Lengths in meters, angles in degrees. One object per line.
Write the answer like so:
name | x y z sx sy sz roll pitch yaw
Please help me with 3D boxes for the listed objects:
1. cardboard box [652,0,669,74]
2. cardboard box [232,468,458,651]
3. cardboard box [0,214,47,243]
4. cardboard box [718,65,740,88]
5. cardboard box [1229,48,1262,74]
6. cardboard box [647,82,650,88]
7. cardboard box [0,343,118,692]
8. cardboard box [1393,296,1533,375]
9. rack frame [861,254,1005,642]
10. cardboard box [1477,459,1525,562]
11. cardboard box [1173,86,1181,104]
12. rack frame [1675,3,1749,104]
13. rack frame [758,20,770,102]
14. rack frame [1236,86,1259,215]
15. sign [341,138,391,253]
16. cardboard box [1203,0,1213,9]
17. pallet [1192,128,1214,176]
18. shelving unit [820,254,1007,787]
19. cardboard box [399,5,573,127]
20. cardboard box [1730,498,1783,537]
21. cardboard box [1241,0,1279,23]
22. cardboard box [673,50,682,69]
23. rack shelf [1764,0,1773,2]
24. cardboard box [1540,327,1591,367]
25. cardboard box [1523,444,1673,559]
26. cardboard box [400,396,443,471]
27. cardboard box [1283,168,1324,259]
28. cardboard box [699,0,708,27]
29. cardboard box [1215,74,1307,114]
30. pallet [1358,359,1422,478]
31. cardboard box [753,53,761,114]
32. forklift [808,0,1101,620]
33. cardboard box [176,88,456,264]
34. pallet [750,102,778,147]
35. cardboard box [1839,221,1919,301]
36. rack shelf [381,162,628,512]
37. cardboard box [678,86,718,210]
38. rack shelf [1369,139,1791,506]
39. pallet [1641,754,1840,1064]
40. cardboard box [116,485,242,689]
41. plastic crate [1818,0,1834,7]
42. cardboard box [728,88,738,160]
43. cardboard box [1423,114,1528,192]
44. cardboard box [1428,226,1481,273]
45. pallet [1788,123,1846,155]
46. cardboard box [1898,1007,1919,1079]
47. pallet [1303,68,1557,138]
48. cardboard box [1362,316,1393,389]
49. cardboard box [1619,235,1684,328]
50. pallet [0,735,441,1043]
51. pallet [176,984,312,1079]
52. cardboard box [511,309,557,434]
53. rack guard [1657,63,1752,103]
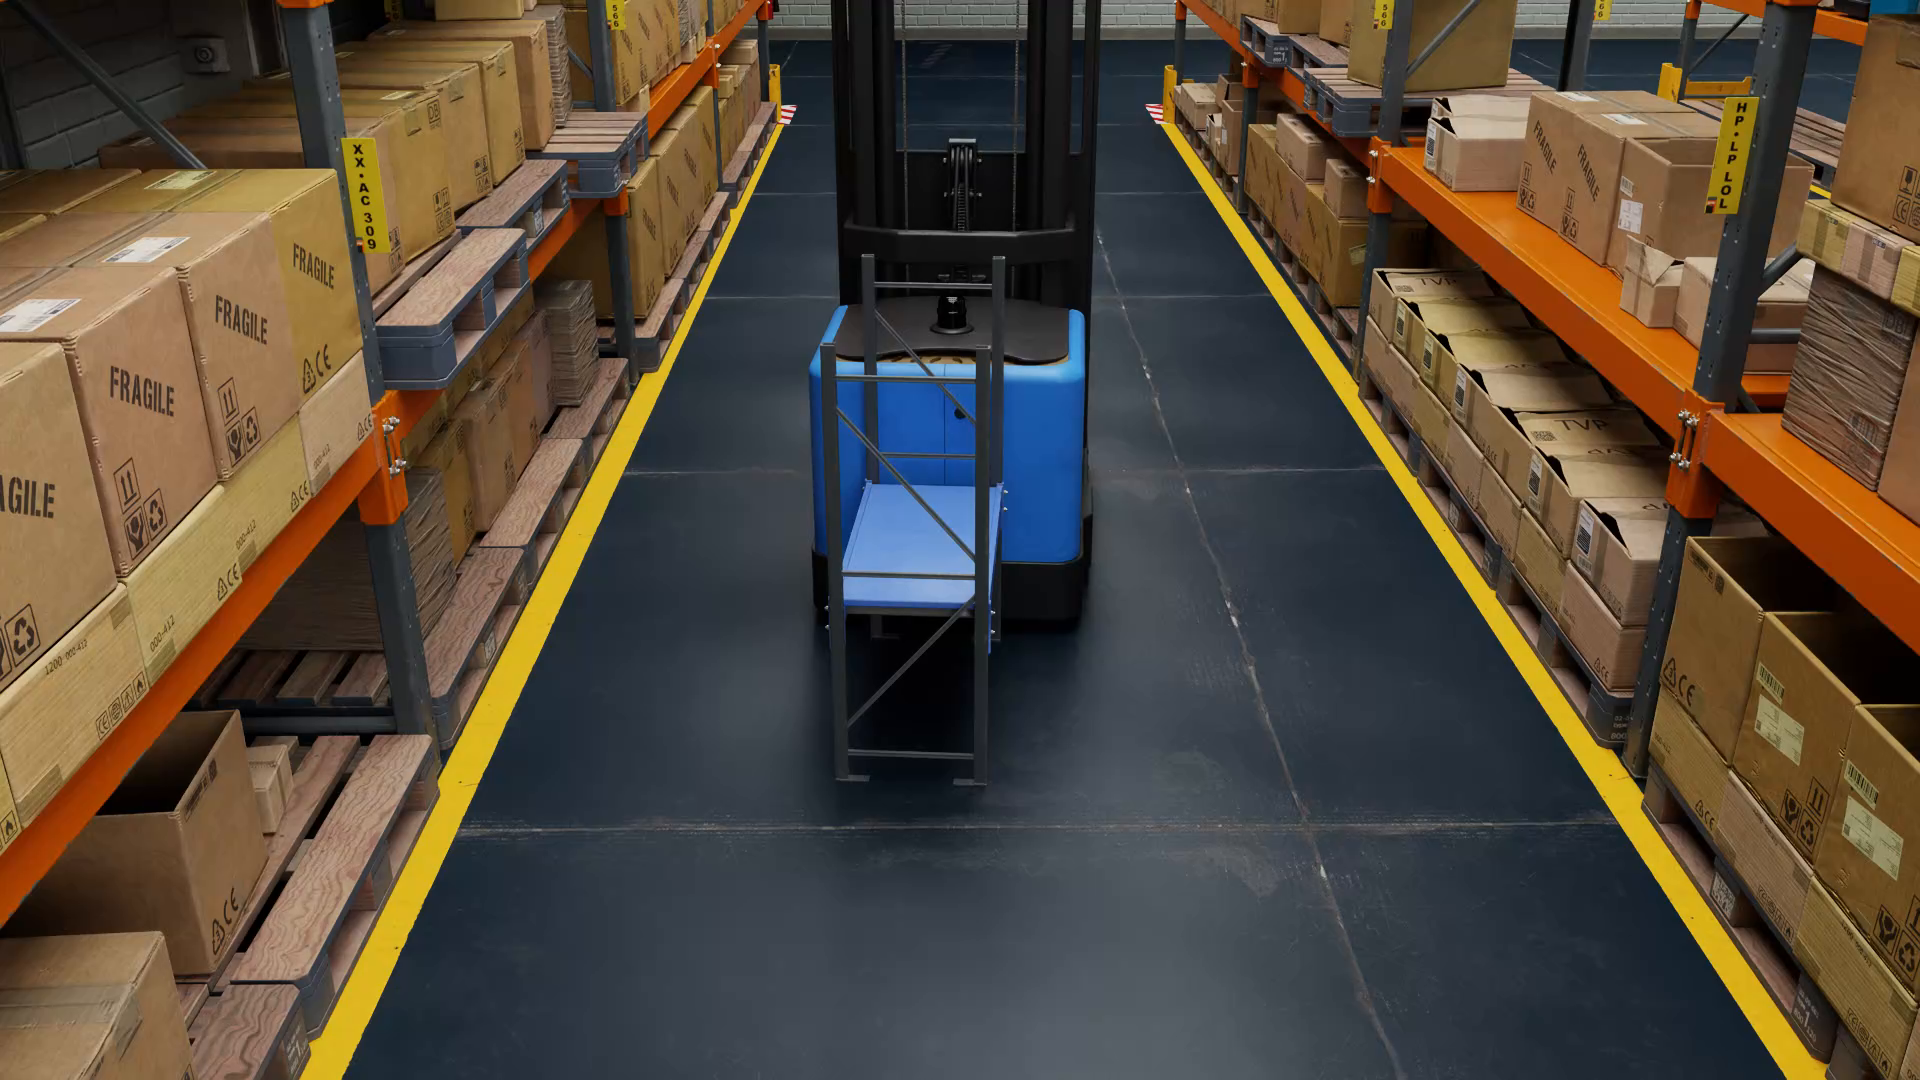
cardboard box | -2.023 -3.034 9.812 0.500 0.500 0.500 0 24 -1
cardboard box | -2.253 0.061 5.974 0.700 0.500 0.500 1 24 1
cardboard box | -2.431 -0.449 3.850 0.500 0.500 0.500 0 24 -1
cardboard box | -2.049 -3.884 13.935 0.380 0.149 0.250 -1 24 -2
cardboard box | 2.846 -4.381 15.797 0.500 0.500 0.500 0 24 -1
cardboard box | -2.086 -2.784 10.046 0.380 0.149 0.250 0 24 0
cardboard box | -1.902 -0.036 2.937 0.500 0.500 0.500 0 24 1
cardboard box | 2.407 -1.007 7.982 0.500 0.311 0.500 -1 24 -2
rack frame | -0.094 -0.304 6.103 0.500 1.500 0.032 2 24 3
cardboard box | 2.420 -0.125 6.714 0.500 0.250 0.500 0 24 1
cardboard box | 2.255 -4.270 15.977 0.380 0.149 0.250 0 24 -1
rack frame | 7.547 -5.563 15.911 1.000 3.000 0.127 0 24 -1
rack frame | -2.360 -5.519 15.813 1.000 3.000 0.127 0 24 -1
rack frame | 2.637 -3.894 12.221 1.000 3.000 0.127 0 24 -1
sign | -1.686 -0.974 4.713 0.100 0.325 0.005 0 24 -1
cardboard box | 2.352 -4.779 14.055 0.500 0.500 0.500 0 24 0
pallet | 2.615 -3.411 14.536 1.003 0.211 1.213 0 24 -1
shelving unit | -0.127 -0.095 5.641 0.538 1.500 1.048 2 24 3
cardboard box | -2.257 -2.275 7.984 0.700 0.500 0.500 -3 25 -7
cardboard box | 2.969 0.037 5.676 0.500 0.311 0.500 0 24 0
cardboard box | 2.419 -3.935 11.680 0.700 0.500 0.500 -9 26 -18
cardboard box | -2.047 -3.207 10.981 0.380 0.149 0.250 0 24 -1
rack shelf | 2.703 -2.461 6.284 1.077 0.370 4.000 0 24 -1
cardboard box | 2.948 -0.803 7.533 0.500 0.311 0.500 0 24 -1
cardboard box | 2.422 -0.172 6.137 0.500 0.311 0.500 0 24 1
cardboard box | -2.262 -0.462 6.221 0.500 0.250 0.500 -1 24 -2
cardboard box | 2.419 -2.122 10.800 0.500 0.500 0.500 -1 24 -3
cardboard box | -2.059 -3.872 11.664 0.500 0.500 0.500 -1 24 -1
cardboard box | 2.612 -3.732 14.356 0.797 0.503 0.637 0 24 -1
pallet | 2.651 -0.636 8.401 1.003 0.211 1.213 0 24 -1
cardboard box | -2.252 -4.283 15.604 0.700 0.500 0.500 0 24 -1
forklift | 0.041 -1.594 7.218 1.130 2.935 3.031 2 24 3
cardboard box | -2.199 -1.260 5.742 0.700 0.500 0.500 2 24 5
pallet | -2.273 -3.919 15.660 1.003 0.211 1.213 0 24 -1
cardboard box | 2.537 -0.724 4.302 0.380 0.149 0.250 0 24 0
rack shelf | -2.251 -1.071 6.850 1.077 0.370 4.000 0 24 -1
cardboard box | -2.179 -2.815 11.934 0.750 0.750 0.750 0 24 0
rack shelf | 2.703 -1.094 6.903 1.077 0.370 4.000 0 24 -1
pallet | 2.691 1.000 4.782 1.003 0.211 1.213 0 24 -1
cardboard box | -1.902 0.091 3.566 0.500 0.250 0.500 0 24 -1
plastic crate | 7.271 -4.539 13.892 0.293 0.136 0.466 0 24 -1
cardboard box | -2.224 -3.439 13.737 0.700 0.500 0.500 0 24 -1
cardboard box | 2.497 -1.836 7.778 0.500 0.311 0.500 -1 24 -1
cardboard box | 2.962 -1.497 9.419 0.500 0.500 0.500 1 24 2
pallet | 7.527 -3.451 14.625 1.003 0.211 1.213 0 24 -1
cardboard box | 2.439 1.274 3.620 0.500 0.250 0.500 0 24 -1
pallet | 2.603 -2.438 9.233 1.213 0.211 1.003 0 24 -1
cardboard box | 2.393 -0.968 8.576 0.500 0.250 0.500 0 24 -1
cardboard box | 2.531 -0.898 5.759 0.396 0.266 0.258 -1 24 -2
pallet | -2.186 0.973 4.843 1.003 0.211 1.213 0 24 -1
pallet | -2.170 1.477 3.728 1.003 0.211 1.213 0 24 -1
cardboard box | -2.323 -0.775 7.822 0.700 0.500 0.500 0 24 -1
rack guard | 7.534 -4.434 16.448 1.175 0.500 0.348 0 24 -1
